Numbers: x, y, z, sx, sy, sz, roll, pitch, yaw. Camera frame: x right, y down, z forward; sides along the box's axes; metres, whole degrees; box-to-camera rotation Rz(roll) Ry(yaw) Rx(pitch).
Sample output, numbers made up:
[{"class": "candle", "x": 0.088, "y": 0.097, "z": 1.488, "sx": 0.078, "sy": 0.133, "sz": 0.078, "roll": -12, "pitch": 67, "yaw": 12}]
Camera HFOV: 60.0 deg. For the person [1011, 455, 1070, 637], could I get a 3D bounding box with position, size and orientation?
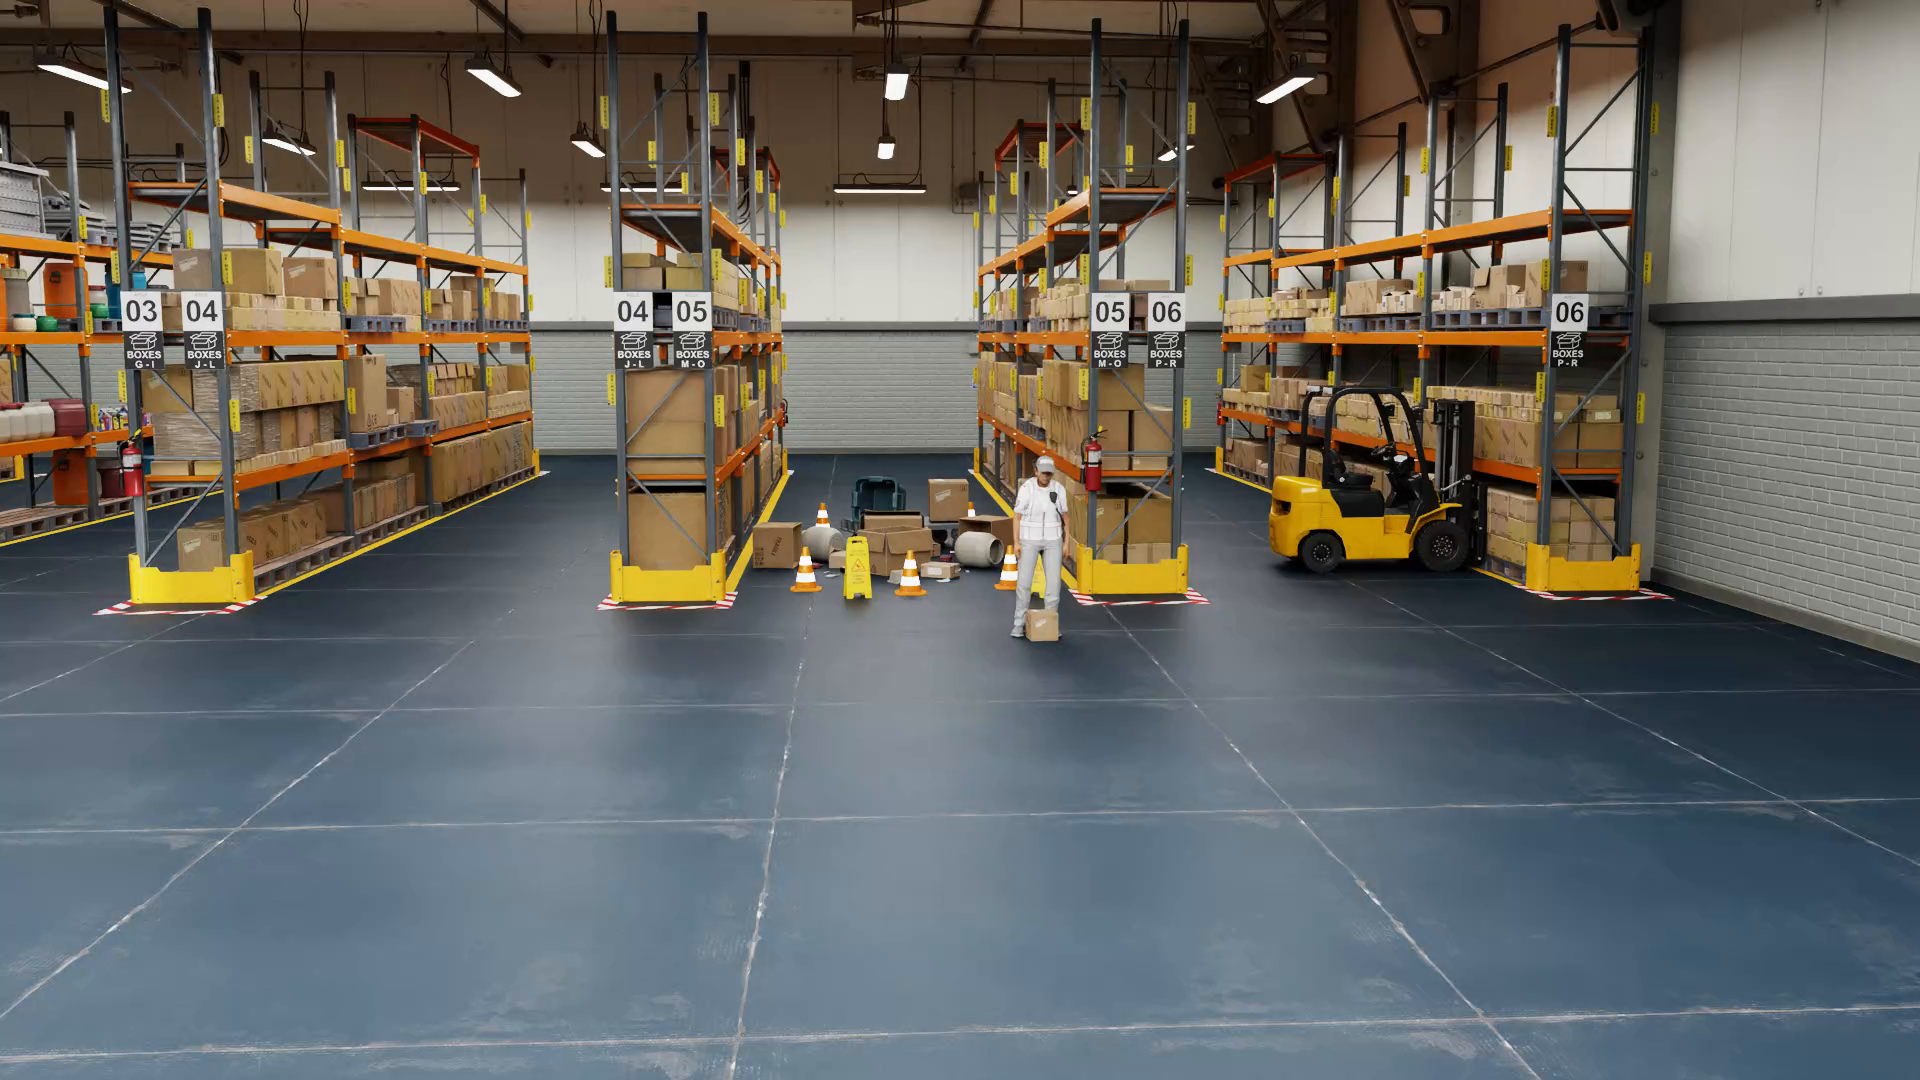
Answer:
[{"class": "person", "x": 0.740, "y": 0.050, "z": 15.316, "sx": 0.559, "sy": 1.667, "sz": 0.465, "roll": -1, "pitch": 7, "yaw": -6}]
